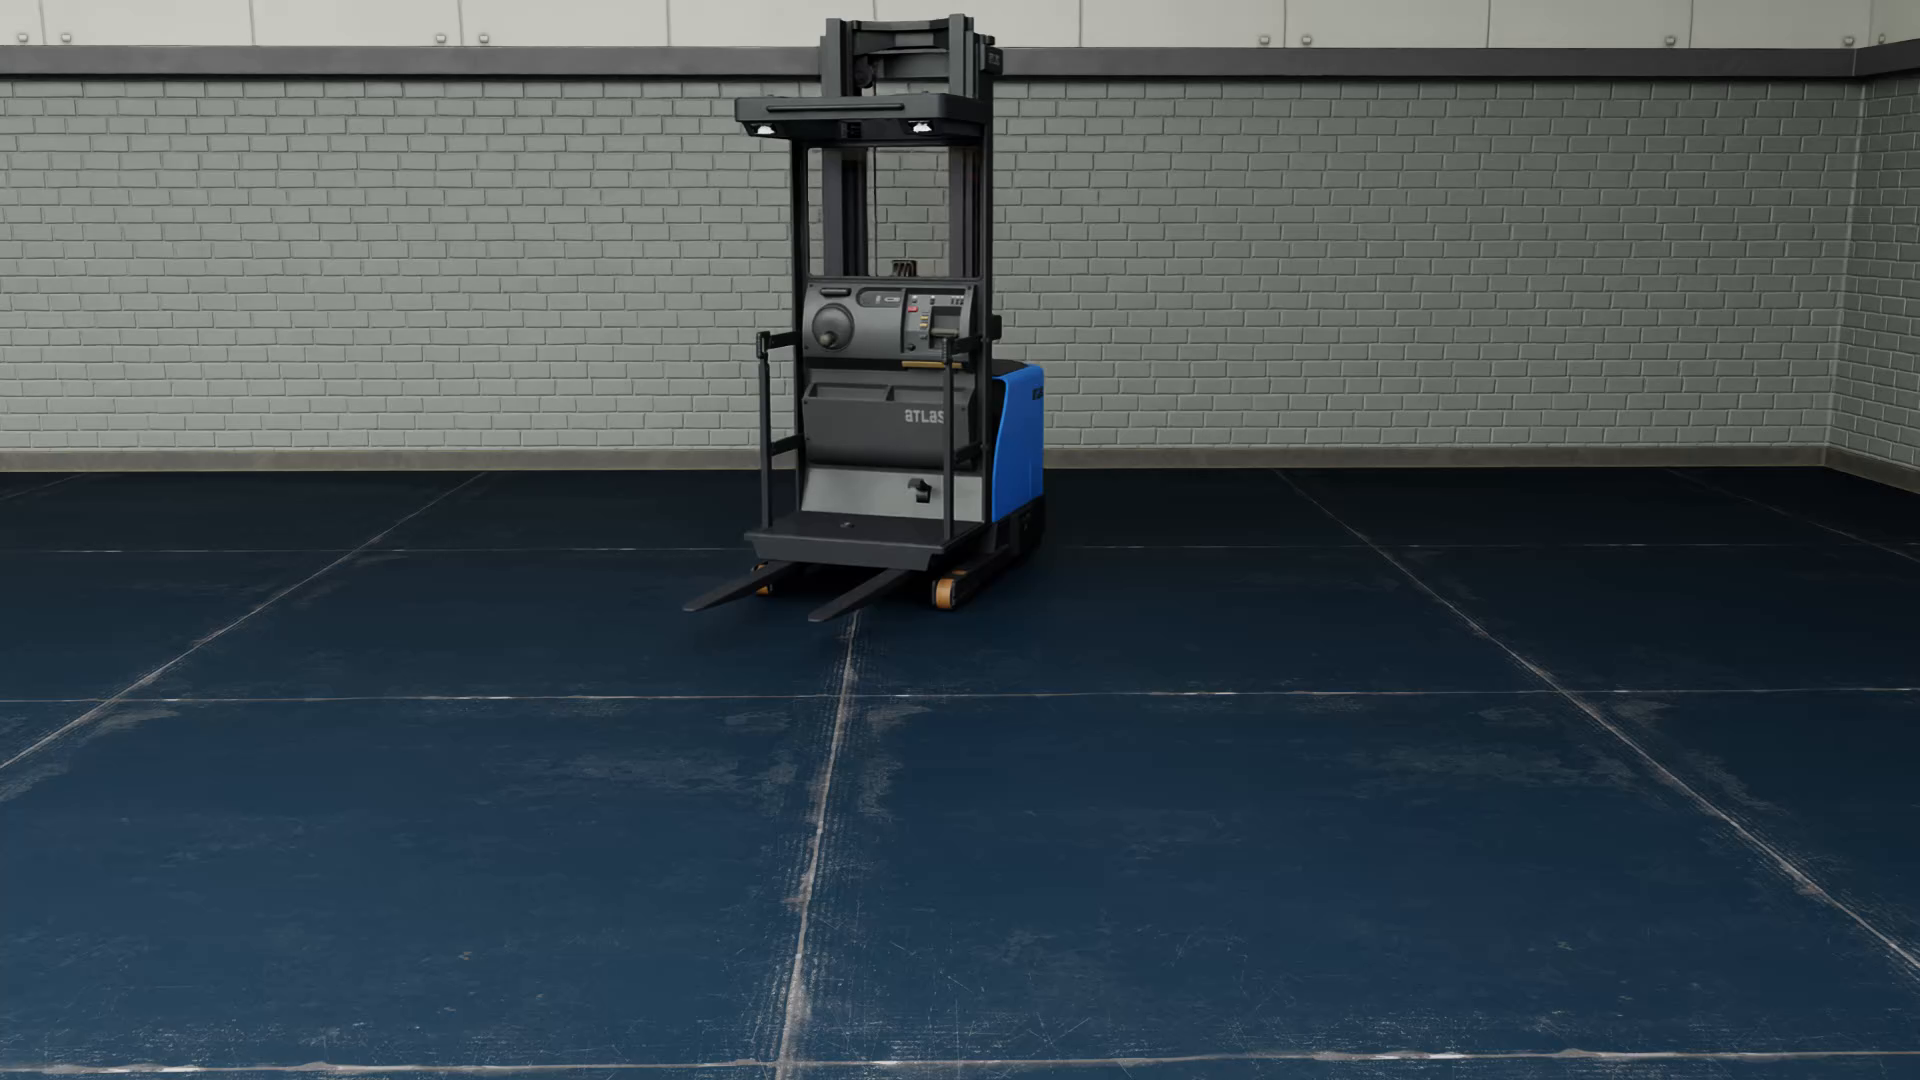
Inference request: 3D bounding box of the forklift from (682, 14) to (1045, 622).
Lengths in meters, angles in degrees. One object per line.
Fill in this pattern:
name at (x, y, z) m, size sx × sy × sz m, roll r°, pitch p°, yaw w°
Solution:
forklift at (-0.443, -1.173, 8.469) m, size 1.130 × 2.935 × 3.031 m, roll 4°, pitch 12°, yaw 18°
